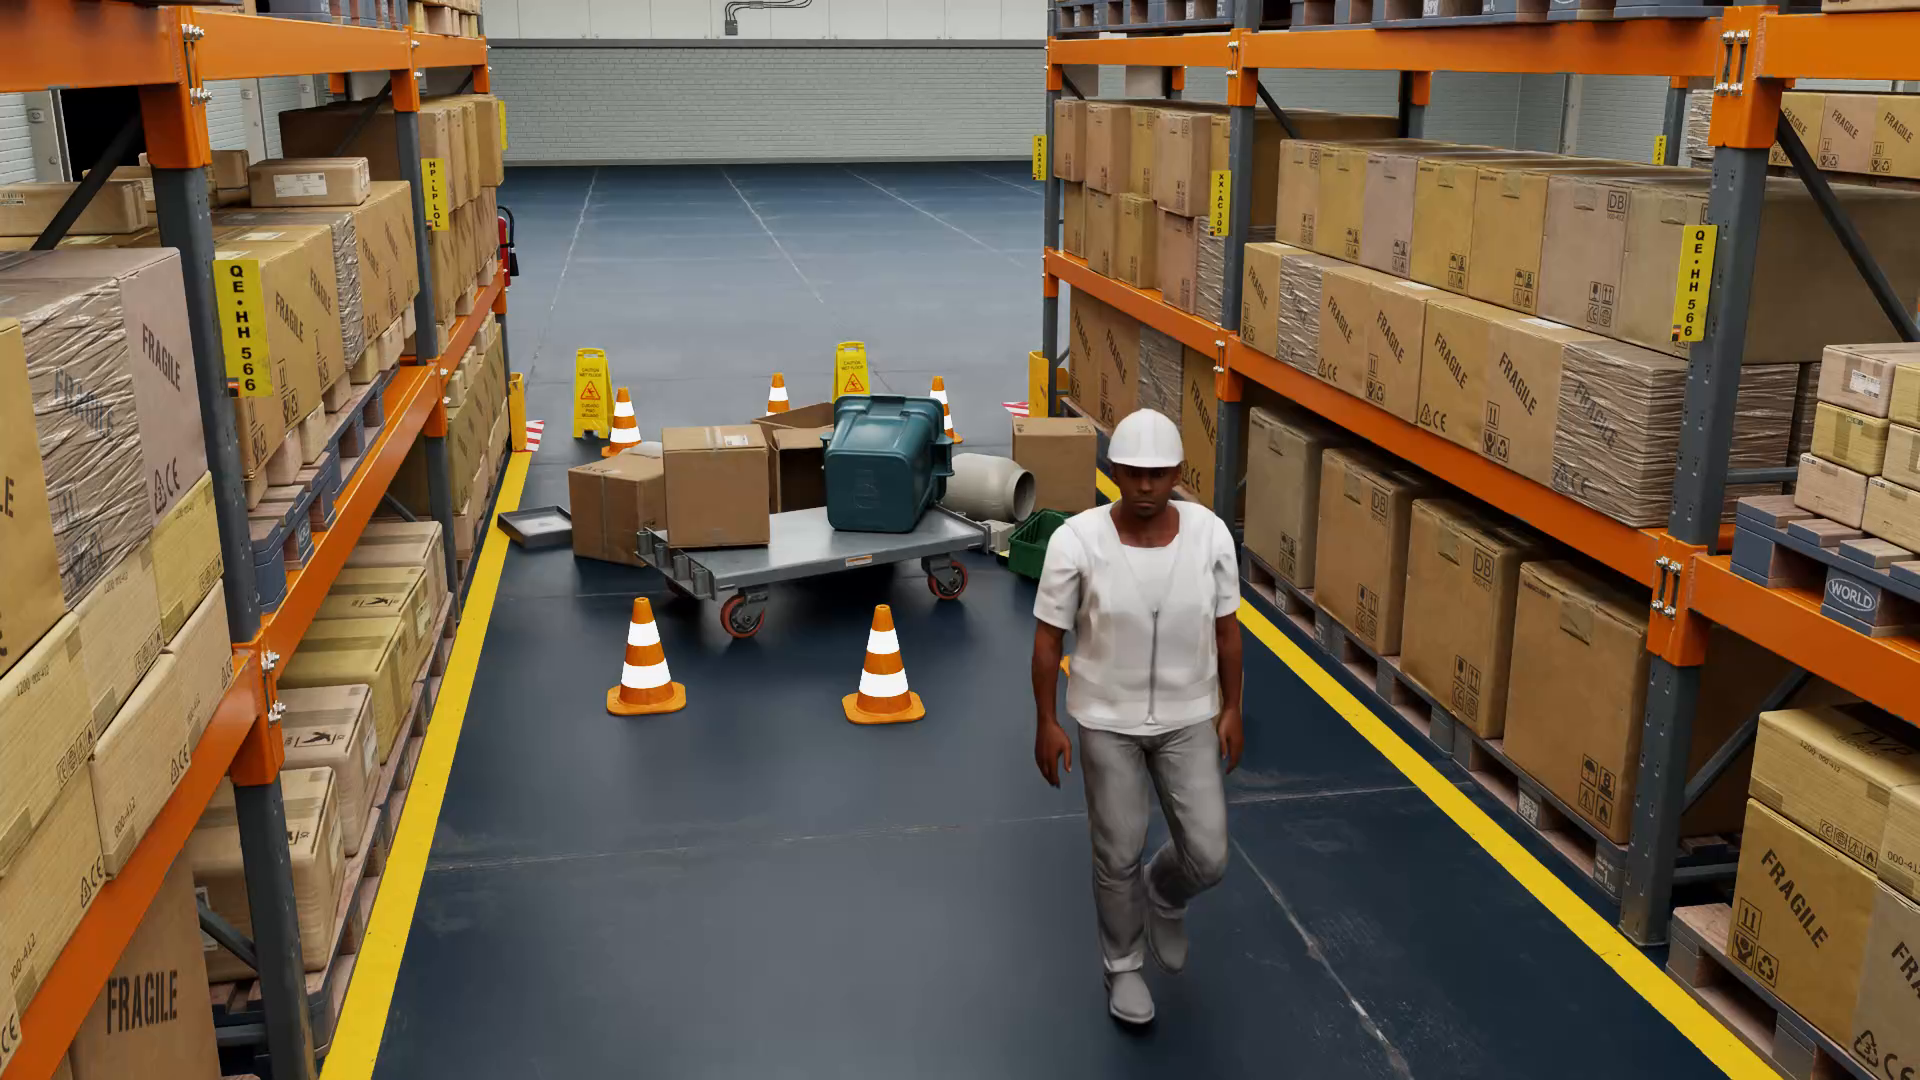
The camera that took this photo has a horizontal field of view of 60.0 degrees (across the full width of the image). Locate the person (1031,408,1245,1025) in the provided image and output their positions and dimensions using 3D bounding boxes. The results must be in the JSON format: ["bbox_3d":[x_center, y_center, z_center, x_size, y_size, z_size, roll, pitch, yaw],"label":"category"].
[{"bbox_3d":[0.508,0.500,4.675,0.616,1.759,0.492,-1,16,-3],"label":"person"}]
